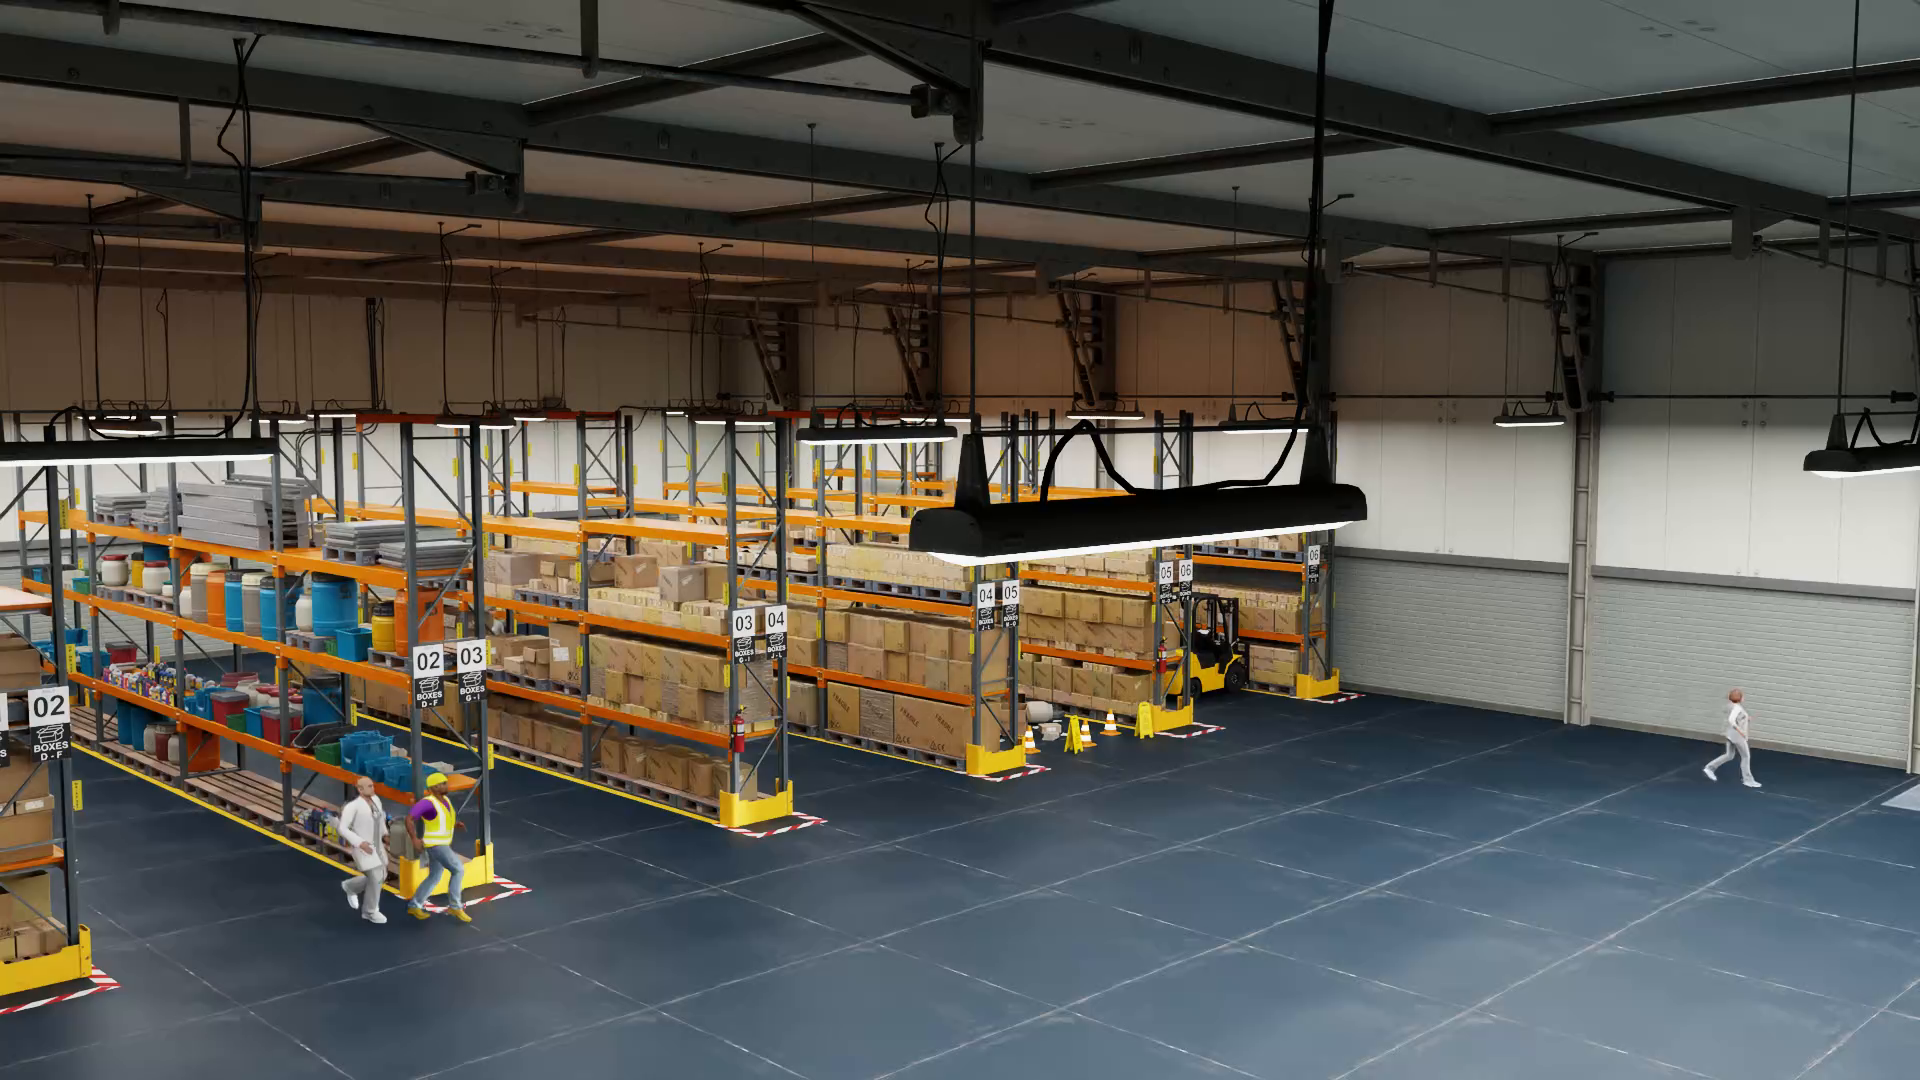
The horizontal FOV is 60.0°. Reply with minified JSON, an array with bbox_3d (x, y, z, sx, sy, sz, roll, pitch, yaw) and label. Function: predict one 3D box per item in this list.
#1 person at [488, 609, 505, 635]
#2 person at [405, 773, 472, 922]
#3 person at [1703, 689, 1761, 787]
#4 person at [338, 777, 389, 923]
[{"bbox_3d":[-10.299,2.334,36.564,0.586,1.666,0.849,-4,6,-36],"label":"person"},{"bbox_3d":[-6.273,3.701,20.128,0.797,1.756,0.714,0,5,-1],"label":"person"},{"bbox_3d":[12.505,3.157,26.830,0.877,1.512,0.540,0,5,1],"label":"person"},{"bbox_3d":[-7.233,3.728,20.117,0.717,1.747,0.745,2,5,18],"label":"person"}]
